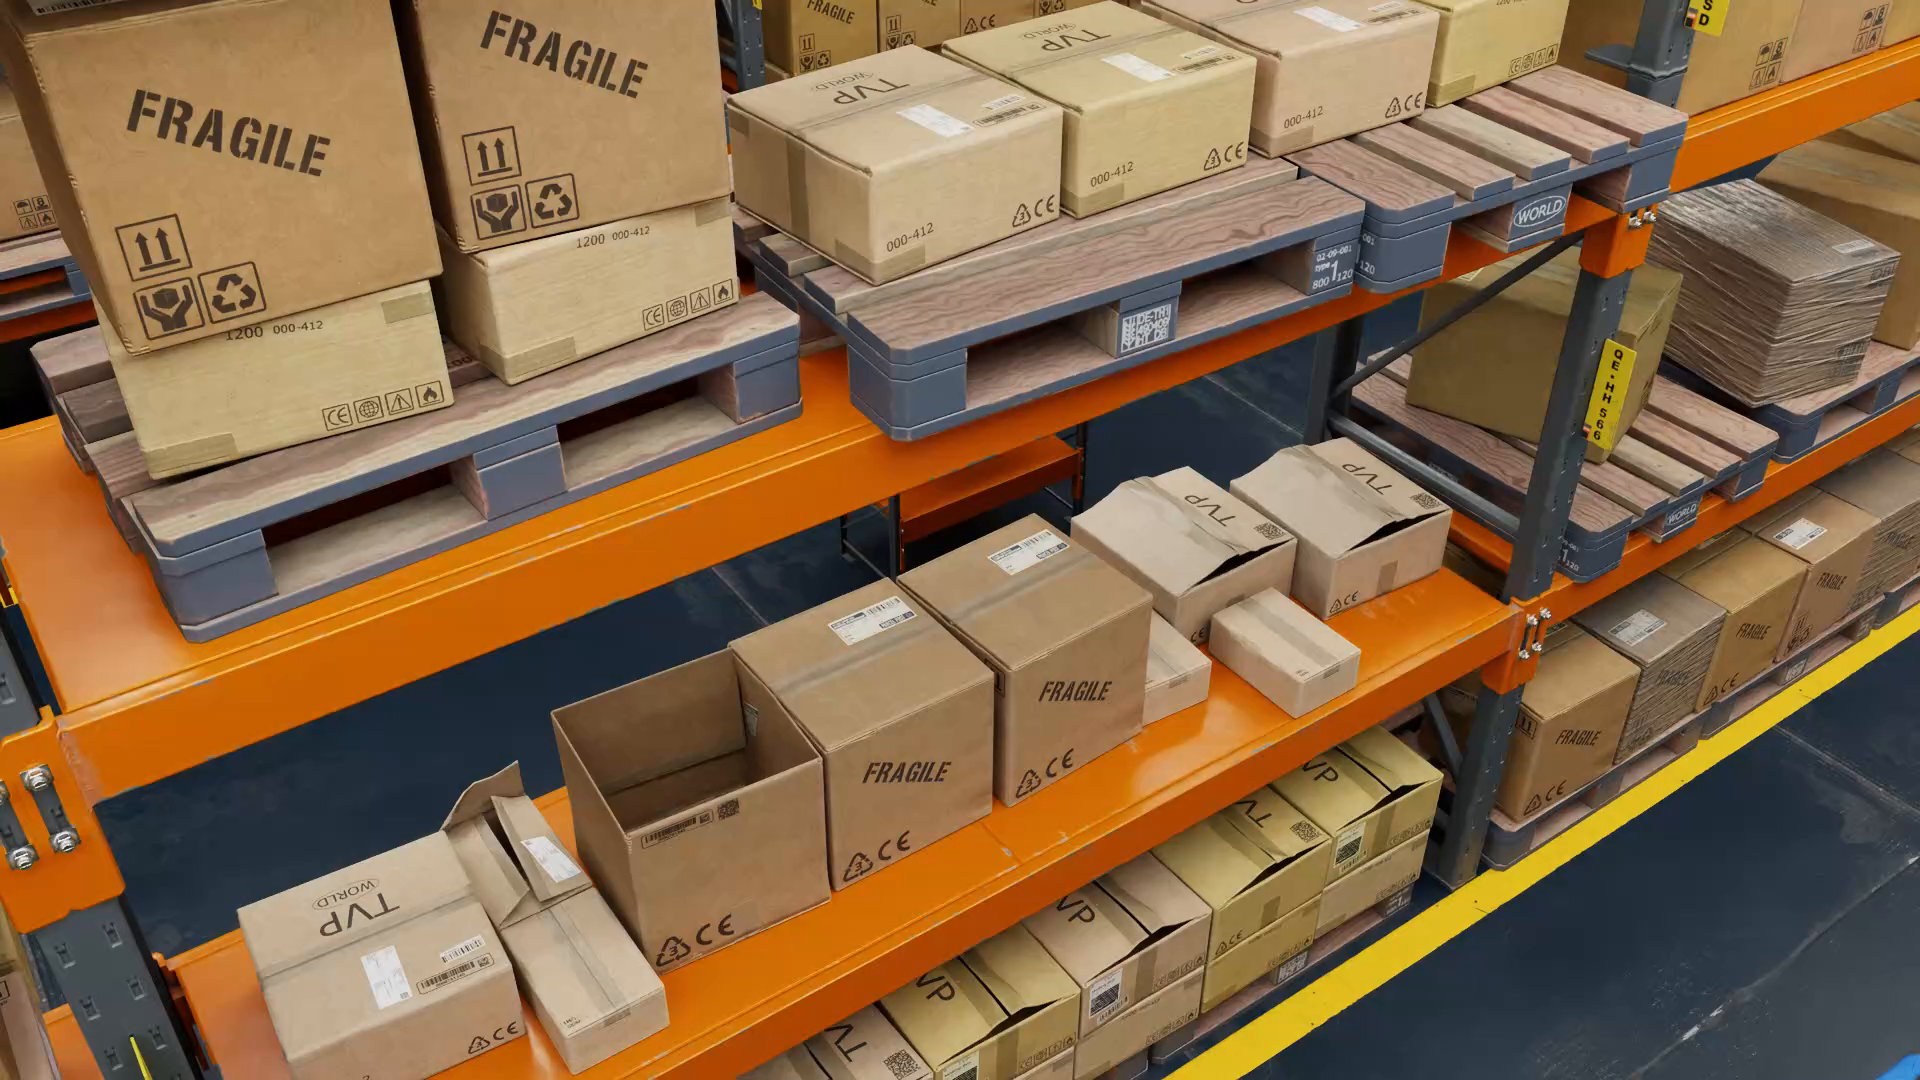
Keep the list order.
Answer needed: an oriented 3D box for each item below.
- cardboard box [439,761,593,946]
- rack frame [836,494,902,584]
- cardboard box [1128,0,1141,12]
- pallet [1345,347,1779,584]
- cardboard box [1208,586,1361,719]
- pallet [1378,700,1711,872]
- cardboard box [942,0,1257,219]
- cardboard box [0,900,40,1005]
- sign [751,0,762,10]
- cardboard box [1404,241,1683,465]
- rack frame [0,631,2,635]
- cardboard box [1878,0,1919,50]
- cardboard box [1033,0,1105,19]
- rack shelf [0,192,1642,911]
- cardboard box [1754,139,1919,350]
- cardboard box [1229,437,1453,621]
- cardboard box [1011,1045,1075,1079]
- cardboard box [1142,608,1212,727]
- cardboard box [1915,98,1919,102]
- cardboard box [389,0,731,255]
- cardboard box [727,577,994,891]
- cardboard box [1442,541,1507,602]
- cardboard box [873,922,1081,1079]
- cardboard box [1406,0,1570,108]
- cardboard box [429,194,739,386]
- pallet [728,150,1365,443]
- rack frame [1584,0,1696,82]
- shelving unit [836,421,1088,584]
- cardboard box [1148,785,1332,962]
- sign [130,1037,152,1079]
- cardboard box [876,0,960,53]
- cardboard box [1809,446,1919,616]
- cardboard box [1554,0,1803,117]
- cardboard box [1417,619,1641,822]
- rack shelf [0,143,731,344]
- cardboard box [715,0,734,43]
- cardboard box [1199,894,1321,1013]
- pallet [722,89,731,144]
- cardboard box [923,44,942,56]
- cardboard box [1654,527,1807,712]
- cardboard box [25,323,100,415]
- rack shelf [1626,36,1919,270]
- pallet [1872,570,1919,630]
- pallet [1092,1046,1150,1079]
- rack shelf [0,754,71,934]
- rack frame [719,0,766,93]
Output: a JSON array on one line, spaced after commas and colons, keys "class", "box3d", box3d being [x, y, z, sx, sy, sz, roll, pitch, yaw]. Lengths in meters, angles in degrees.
[{"class": "cardboard box", "box3d": [-1.122, 0.809, 4.171, 0.258, 0.266, 0.396, -23, 42, -29]}, {"class": "rack frame", "box3d": [-0.410, -0.288, 7.187, 0.032, 1.125, 0.500, -22, 41, -28]}, {"class": "cardboard box", "box3d": [0.984, -3.244, 9.889, 0.250, 0.149, 0.380, -22, 41, -28]}, {"class": "pallet", "box3d": [2.049, -0.391, 5.889, 1.003, 0.211, 1.213, -22, 41, -28]}, {"class": "cardboard box", "box3d": [0.959, 0.329, 4.938, 0.250, 0.149, 0.380, -22, 41, -28]}, {"class": "pallet", "box3d": [2.167, 0.692, 6.607, 1.213, 0.211, 1.003, -22, 41, -28]}, {"class": "cardboard box", "box3d": [0.304, -0.983, 3.748, 0.500, 0.250, 0.500, -23, 42, -29]}, {"class": "cardboard box", "box3d": [-2.066, 0.832, 3.383, 0.250, 0.149, 0.380, -22, 41, -28]}, {"class": "sign", "box3d": [-1.001, -2.752, 8.084, 0.005, 0.325, 0.100, -22, 41, -28]}, {"class": "cardboard box", "box3d": [1.985, -0.684, 5.687, 0.700, 0.500, 0.500, 23, 41, 28]}, {"class": "rack frame", "box3d": [-1.735, -1.297, 1.847, 0.127, 3.000, 1.000, -22, 41, -28]}, {"class": "cardboard box", "box3d": [2.714, -1.975, 5.272, 0.500, 0.500, 0.910, -22, 41, -28]}, {"class": "cardboard box", "box3d": [0.484, -3.298, 9.409, 0.500, 0.500, 0.500, -21, 41, -27]}, {"class": "rack shelf", "box3d": [-0.100, -0.460, 3.868, 4.000, 0.370, 1.077, -22, 41, -28]}, {"class": "cardboard box", "box3d": [3.396, -1.140, 6.321, 0.700, 0.500, 0.500, 26, 43, 32]}, {"class": "cardboard box", "box3d": [1.213, -0.069, 5.354, 0.500, 0.311, 0.500, -20, 40, -25]}, {"class": "cardboard box", "box3d": [-0.005, 1.549, 5.022, 0.500, 0.250, 0.500, -22, 41, -27]}, {"class": "cardboard box", "box3d": [0.525, 0.351, 4.909, 0.250, 0.149, 0.380, -19, 40, -25]}, {"class": "cardboard box", "box3d": [4.289, -1.711, 7.115, 0.700, 0.500, 0.500, 22, 41, 28]}, {"class": "cardboard box", "box3d": [-0.756, -0.885, 2.969, 0.500, 0.500, 0.500, -18, 40, -24]}, {"class": "cardboard box", "box3d": [-0.257, 0.501, 4.398, 0.500, 0.500, 0.500, -22, 41, -28]}, {"class": "cardboard box", "box3d": [2.164, 0.202, 6.664, 0.500, 0.500, 0.500, -21, 41, -26]}, {"class": "cardboard box", "box3d": [0.003, 1.319, 4.863, 0.500, 0.311, 0.500, -21, 41, -27]}, {"class": "cardboard box", "box3d": [1.197, -1.355, 4.265, 0.500, 0.250, 0.500, -26, 43, -31]}, {"class": "cardboard box", "box3d": [-0.778, -0.578, 3.184, 0.500, 0.250, 0.500, -27, 44, -32]}, {"class": "pallet", "box3d": [0.119, -0.700, 3.747, 1.213, 0.211, 1.003, -20, 40, -26]}, {"class": "rack frame", "box3d": [1.535, -2.643, 3.717, 0.127, 3.000, 1.000, -22, 41, -28]}, {"class": "shelving unit", "box3d": [0.006, -0.459, 7.425, 1.048, 1.125, 0.538, -22, 41, -28]}, {"class": "cardboard box", "box3d": [0.828, 0.983, 5.330, 0.500, 0.311, 0.500, -23, 42, -29]}, {"class": "sign", "box3d": [-1.414, 1.019, 2.955, 0.005, 0.325, 0.100, -22, 41, -28]}, {"class": "cardboard box", "box3d": [-0.344, -2.953, 8.929, 0.500, 0.500, 0.500, -21, 41, -26]}, {"class": "cardboard box", "box3d": [3.747, -0.083, 7.060, 0.500, 0.500, 0.500, -22, 41, -27]}, {"class": "cardboard box", "box3d": [1.872, -1.628, 4.790, 0.500, 0.500, 0.910, -22, 41, -28]}, {"class": "cardboard box", "box3d": [2.072, 0.612, 6.094, 0.500, 0.500, 0.500, -21, 41, -26]}, {"class": "rack shelf", "box3d": [-2.956, -1.605, 8.029, 4.000, 0.370, 1.077, -22, 41, -28]}, {"class": "cardboard box", "box3d": [-1.087, -3.024, 9.029, 0.500, 0.500, 0.500, -22, 41, -28]}, {"class": "cardboard box", "box3d": [0.826, 1.207, 5.498, 0.500, 0.250, 0.500, -23, 42, -28]}, {"class": "pallet", "box3d": [-1.843, -2.202, 8.407, 1.003, 0.211, 1.213, -22, 41, -28]}, {"class": "cardboard box", "box3d": [-0.308, -2.749, 9.202, 0.250, 0.149, 0.380, -23, 42, -28]}, {"class": "cardboard box", "box3d": [2.909, 0.267, 6.573, 0.500, 0.500, 0.500, -23, 42, -28]}, {"class": "cardboard box", "box3d": [-3.999, -0.644, 7.840, 0.500, 0.500, 0.700, -21, 41, -26]}, {"class": "rack shelf", "box3d": [3.170, -1.806, 5.739, 4.000, 0.370, 1.077, -22, 41, -28]}, {"class": "pallet", "box3d": [4.162, -0.129, 7.748, 1.213, 0.211, 1.003, -22, 41, -28]}, {"class": "pallet", "box3d": [-0.157, 1.591, 5.357, 1.213, 0.211, 1.003, -22, 41, -28]}, {"class": "rack shelf", "box3d": [-3.369, 0.885, 1.997, 4.000, 0.370, 1.077, -22, 41, -28]}, {"class": "rack frame", "box3d": [-1.322, -2.570, 8.755, 0.127, 3.000, 1.000, -22, 41, -28]}]
